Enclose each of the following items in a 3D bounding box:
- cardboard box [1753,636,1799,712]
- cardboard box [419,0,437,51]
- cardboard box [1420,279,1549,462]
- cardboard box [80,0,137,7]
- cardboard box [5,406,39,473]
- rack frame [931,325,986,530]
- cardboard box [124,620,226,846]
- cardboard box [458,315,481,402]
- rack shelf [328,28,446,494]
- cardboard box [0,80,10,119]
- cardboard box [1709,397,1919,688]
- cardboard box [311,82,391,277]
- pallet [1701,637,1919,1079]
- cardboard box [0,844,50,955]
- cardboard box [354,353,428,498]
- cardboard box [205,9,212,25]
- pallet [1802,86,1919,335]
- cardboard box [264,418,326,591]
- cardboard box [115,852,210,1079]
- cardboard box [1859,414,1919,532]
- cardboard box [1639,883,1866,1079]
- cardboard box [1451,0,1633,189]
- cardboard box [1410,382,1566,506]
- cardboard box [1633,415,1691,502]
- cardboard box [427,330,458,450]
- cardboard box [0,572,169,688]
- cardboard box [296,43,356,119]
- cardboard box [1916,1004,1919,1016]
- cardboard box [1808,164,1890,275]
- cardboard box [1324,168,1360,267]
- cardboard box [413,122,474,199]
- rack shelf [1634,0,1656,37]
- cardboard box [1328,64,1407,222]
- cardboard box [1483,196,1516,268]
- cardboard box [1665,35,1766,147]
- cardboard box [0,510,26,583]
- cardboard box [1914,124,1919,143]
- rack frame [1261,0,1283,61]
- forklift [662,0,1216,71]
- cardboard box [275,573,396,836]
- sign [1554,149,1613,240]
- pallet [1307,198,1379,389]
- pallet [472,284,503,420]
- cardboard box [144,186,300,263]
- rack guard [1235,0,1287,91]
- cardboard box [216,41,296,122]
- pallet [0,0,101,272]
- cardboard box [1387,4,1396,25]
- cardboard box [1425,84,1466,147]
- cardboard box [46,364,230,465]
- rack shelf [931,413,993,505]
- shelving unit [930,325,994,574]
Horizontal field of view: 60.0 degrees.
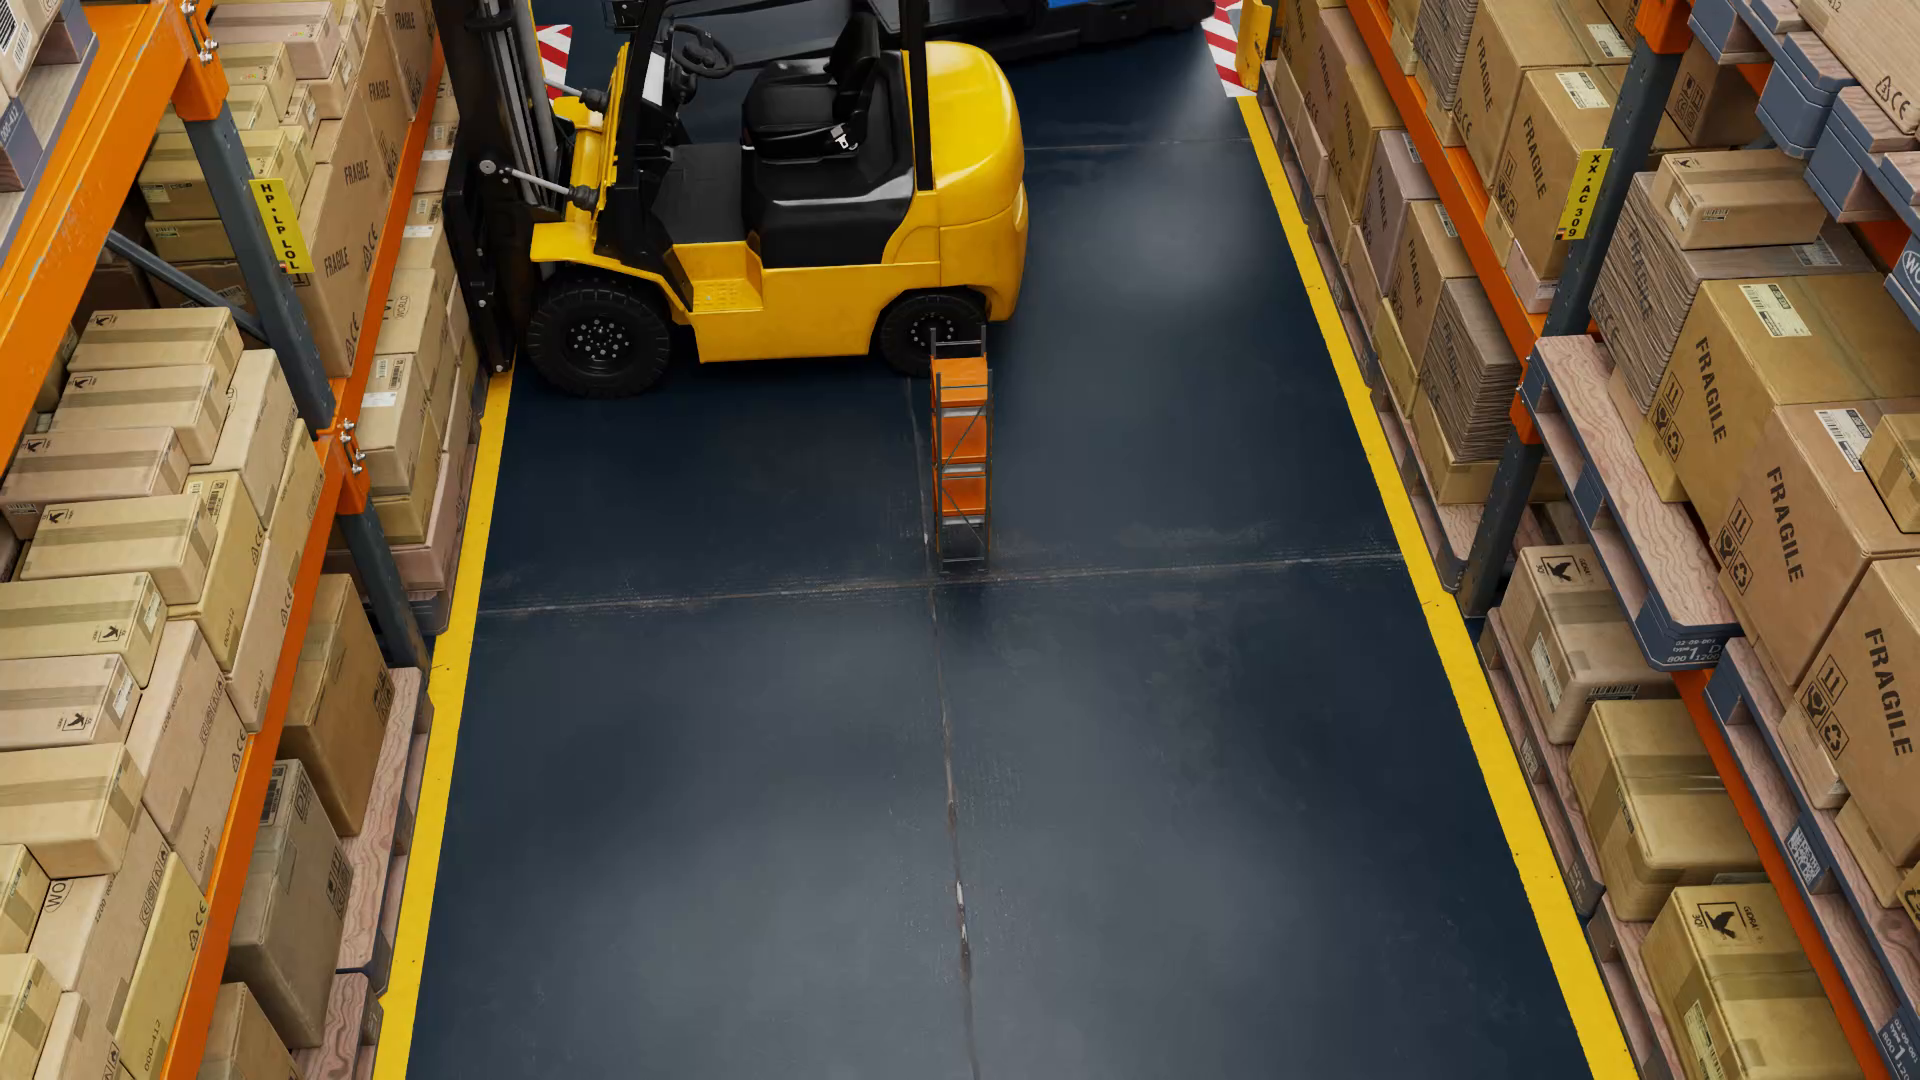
[{"bbox_3d":[2.291,0.315,4.269,0.380,0.149,0.250,-3,47,-3],"label":"cardboard box"},{"bbox_3d":[-2.451,-2.332,6.824,0.500,0.500,0.500,-4,47,-4],"label":"cardboard box"},{"bbox_3d":[2.132,-0.664,6.401,0.500,0.500,0.500,-4,47,-4],"label":"cardboard box"},{"bbox_3d":[-2.925,-1.804,5.672,0.380,0.149,0.250,-4,47,-4],"label":"cardboard box"},{"bbox_3d":[-2.711,-0.284,4.437,0.380,0.149,0.250,-5,47,-5],"label":"cardboard box"},{"bbox_3d":[-0.006,-0.411,6.416,0.200,1.050,0.008,-3,47,-3],"label":"rack frame"},{"bbox_3d":[-2.114,0.471,3.997,0.500,0.250,0.500,-3,47,-3],"label":"cardboard box"},{"bbox_3d":[-2.324,-0.797,7.043,0.500,0.250,0.500,-3,47,-3],"label":"cardboard box"},{"bbox_3d":[-2.664,-1.690,6.780,1.077,0.370,4.000,-3,47,-3],"label":"rack shelf"},{"bbox_3d":[-2.102,-0.837,3.226,0.380,0.149,0.250,-4,47,-3],"label":"cardboard box"},{"bbox_3d":[2.273,0.001,4.120,0.500,0.500,0.500,-4,47,-4],"label":"cardboard box"},{"bbox_3d":[-2.334,-1.238,5.787,0.500,0.500,0.500,-3,47,-3],"label":"cardboard box"},{"bbox_3d":[2.578,0.735,4.120,1.003,0.211,1.213,-3,47,-3],"label":"pallet"},{"bbox_3d":[-2.132,0.782,3.428,0.380,0.149,0.250,-3,47,-3],"label":"cardboard box"},{"bbox_3d":[-2.225,-0.402,5.981,0.500,0.250,0.500,-4,47,-4],"label":"cardboard box"},{"bbox_3d":[-2.892,-1.899,5.967,0.380,0.149,0.250,-4,47,-4],"label":"cardboard box"},{"bbox_3d":[2.485,-0.559,3.277,1.213,0.211,1.003,-3,47,-3],"label":"pallet"},{"bbox_3d":[-2.194,-0.090,4.873,0.500,0.250,0.500,-3,47,-2],"label":"cardboard box"},{"bbox_3d":[-2.084,1.007,3.833,0.500,0.250,0.500,-2,47,-2],"label":"cardboard box"},{"bbox_3d":[2.330,-0.158,3.824,0.380,0.149,0.250,-1,47,-1],"label":"cardboard box"},{"bbox_3d":[2.619,1.366,4.911,0.950,0.372,0.625,-2,47,-2],"label":"cardboard box"},{"bbox_3d":[2.114,-1.610,5.935,0.500,0.500,0.500,-2,47,-2],"label":"cardboard box"},{"bbox_3d":[2.132,-0.405,6.673,0.500,0.250,0.500,-2,47,-1],"label":"cardboard box"},{"bbox_3d":[2.193,-0.253,4.807,0.380,0.149,0.250,-3,47,-2],"label":"cardboard box"},{"bbox_3d":[-2.274,-0.595,6.507,0.500,0.250,0.500,-4,47,-4],"label":"cardboard box"},{"bbox_3d":[-2.126,0.227,3.953,0.380,0.149,0.250,-4,47,-4],"label":"cardboard box"},{"bbox_3d":[-2.281,-1.552,5.638,0.380,0.149,0.250,-3,47,-2],"label":"cardboard box"},{"bbox_3d":[2.312,1.068,3.556,0.380,0.149,0.250,-3,47,-3],"label":"cardboard box"},{"bbox_3d":[2.717,-0.756,4.837,0.500,0.500,0.500,-4,47,-4],"label":"cardboard box"},{"bbox_3d":[2.000,-1.524,7.732,0.500,0.250,0.500,-1,47,-1],"label":"cardboard box"},{"bbox_3d":[-2.347,-1.513,7.033,0.500,0.250,0.500,-4,47,-4],"label":"cardboard box"},{"bbox_3d":[2.282,-3.026,5.980,1.077,0.370,4.000,-3,47,-3],"label":"rack shelf"},{"bbox_3d":[1.991,-1.787,7.464,0.500,0.500,0.500,-3,47,-3],"label":"cardboard box"},{"bbox_3d":[2.091,-1.103,5.901,0.380,0.149,0.250,-3,47,-2],"label":"cardboard box"},{"bbox_3d":[2.628,-1.607,5.244,0.700,0.500,0.500,-4,47,-4],"label":"cardboard box"},{"bbox_3d":[-2.678,0.136,4.314,0.500,0.250,0.500,-4,47,-4],"label":"cardboard box"},{"bbox_3d":[2.206,-0.742,3.135,0.500,0.250,0.500,-4,47,-4],"label":"cardboard box"},{"bbox_3d":[2.114,-3.689,8.178,1.000,3.000,0.127,-3,47,-3],"label":"rack frame"},{"bbox_3d":[-0.115,-3.927,8.450,3.031,2.935,1.130,-15,48,-14],"label":"forklift"},{"bbox_3d":[-2.442,0.558,5.502,0.875,0.625,0.625,-2,47,-2],"label":"cardboard box"},{"bbox_3d":[1.909,-1.054,5.086,0.100,0.325,0.005,-3,47,-3],"label":"sign"},{"bbox_3d":[2.252,-1.205,7.746,1.003,0.211,1.213,-3,47,-3],"label":"pallet"},{"bbox_3d":[-2.627,-0.995,7.546,1.003,0.211,1.213,-3,47,-3],"label":"pallet"},{"bbox_3d":[-2.261,-0.995,5.110,0.380,0.149,0.250,-4,47,-4],"label":"cardboard box"},{"bbox_3d":[2.121,-2.775,9.033,1.175,0.500,0.348,-3,47,-3],"label":"rack guard"},{"bbox_3d":[-2.370,-1.467,5.353,0.380,0.149,0.250,-4,47,-4],"label":"cardboard box"},{"bbox_3d":[-2.410,-0.819,3.525,0.805,0.209,1.217,-5,47,-5],"label":"pallet"},{"bbox_3d":[2.018,-2.214,6.954,0.380,0.149,0.250,-5,47,-4],"label":"cardboard box"},{"bbox_3d":[2.030,-1.658,6.427,0.380,0.149,0.250,-4,47,-4],"label":"cardboard box"},{"bbox_3d":[-2.207,-0.329,4.480,0.380,0.149,0.250,-4,47,-4],"label":"cardboard box"},{"bbox_3d":[0.005,-0.315,6.340,0.215,0.259,0.240,-3,47,-3],"label":"rack shelf"},{"bbox_3d":[0.005,-0.322,6.332,0.215,1.050,0.252,-3,47,-3],"label":"shelving unit"}]
